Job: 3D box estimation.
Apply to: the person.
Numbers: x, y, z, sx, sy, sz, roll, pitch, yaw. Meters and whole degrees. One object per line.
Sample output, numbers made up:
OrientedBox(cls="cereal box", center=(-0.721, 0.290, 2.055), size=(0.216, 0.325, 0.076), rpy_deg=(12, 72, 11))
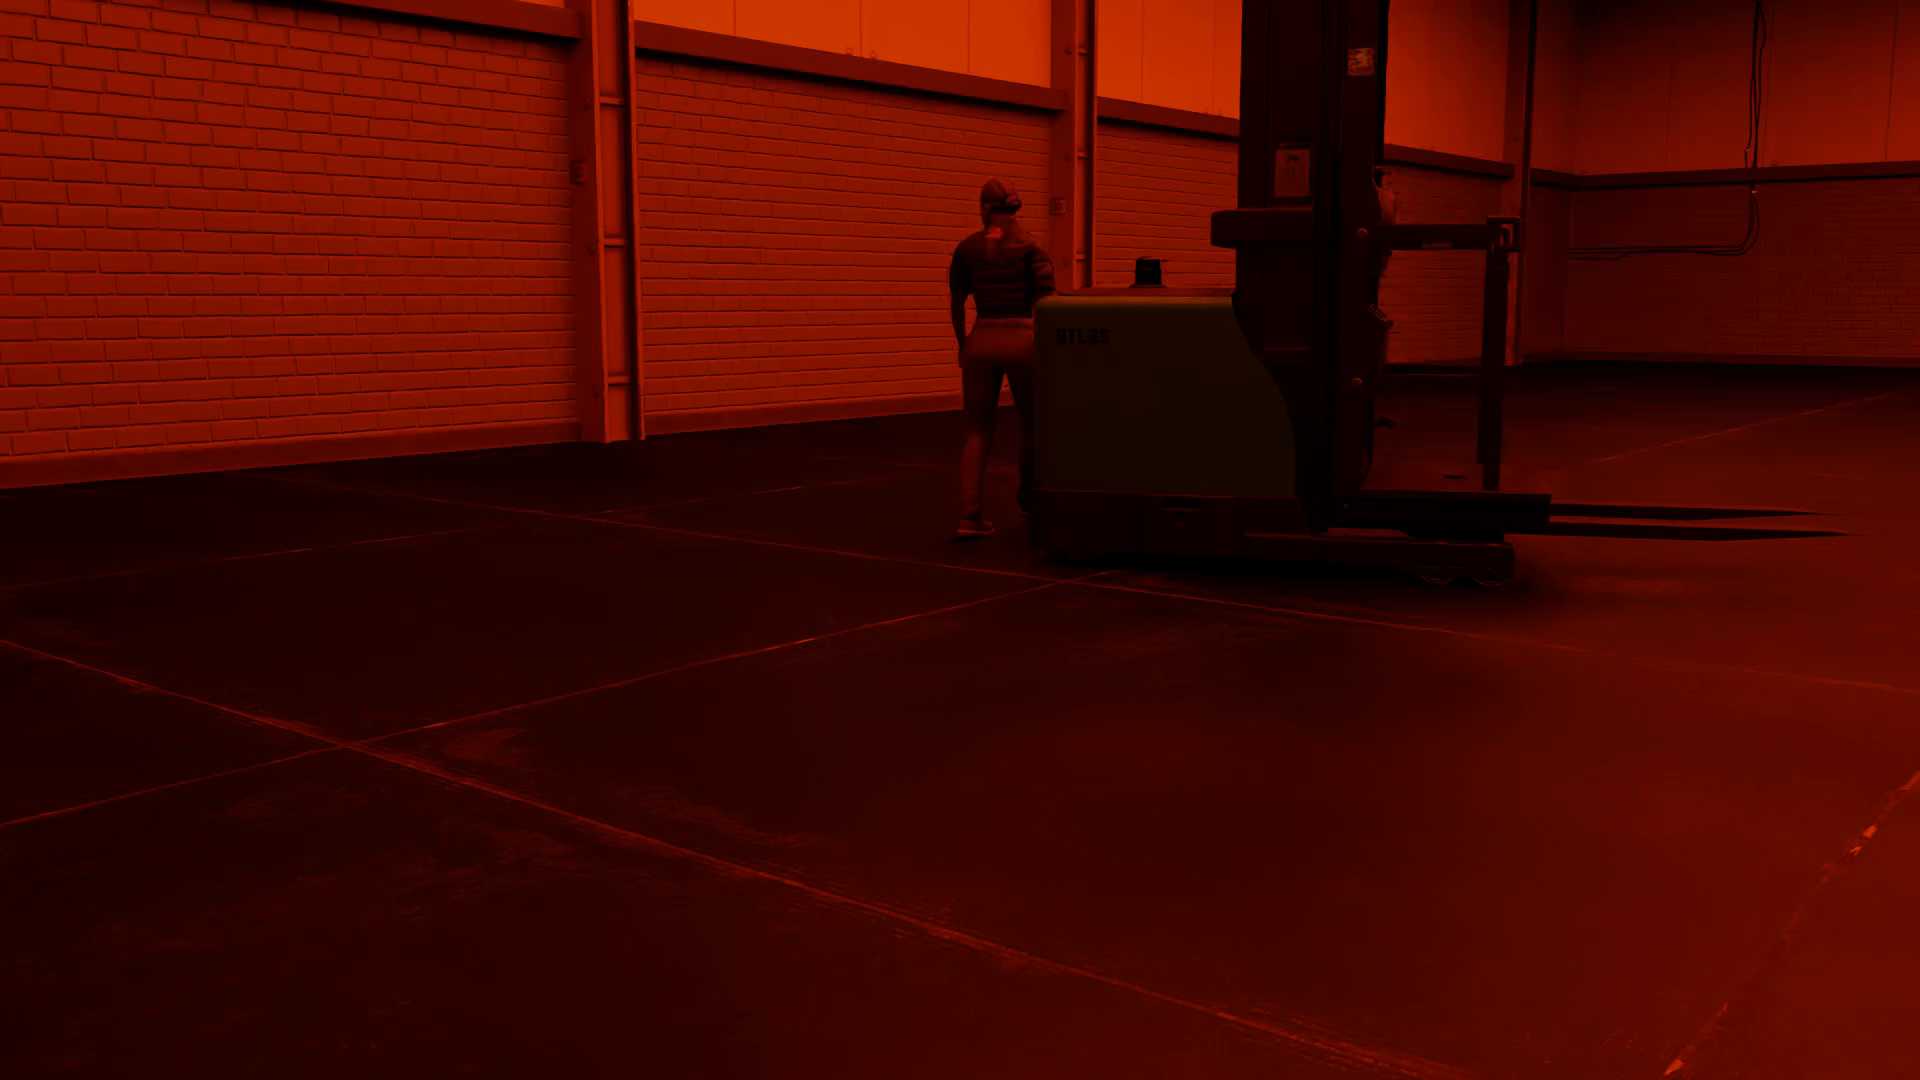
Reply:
OrientedBox(cls="person", center=(0.250, -0.848, 7.665), size=(0.635, 1.612, 0.872), rpy_deg=(3, 9, 18))

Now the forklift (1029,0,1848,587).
OrientedBox(cls="forklift", center=(1.857, -1.360, 6.575), size=(3.031, 2.935, 1.130), rpy_deg=(2, 9, 16))
